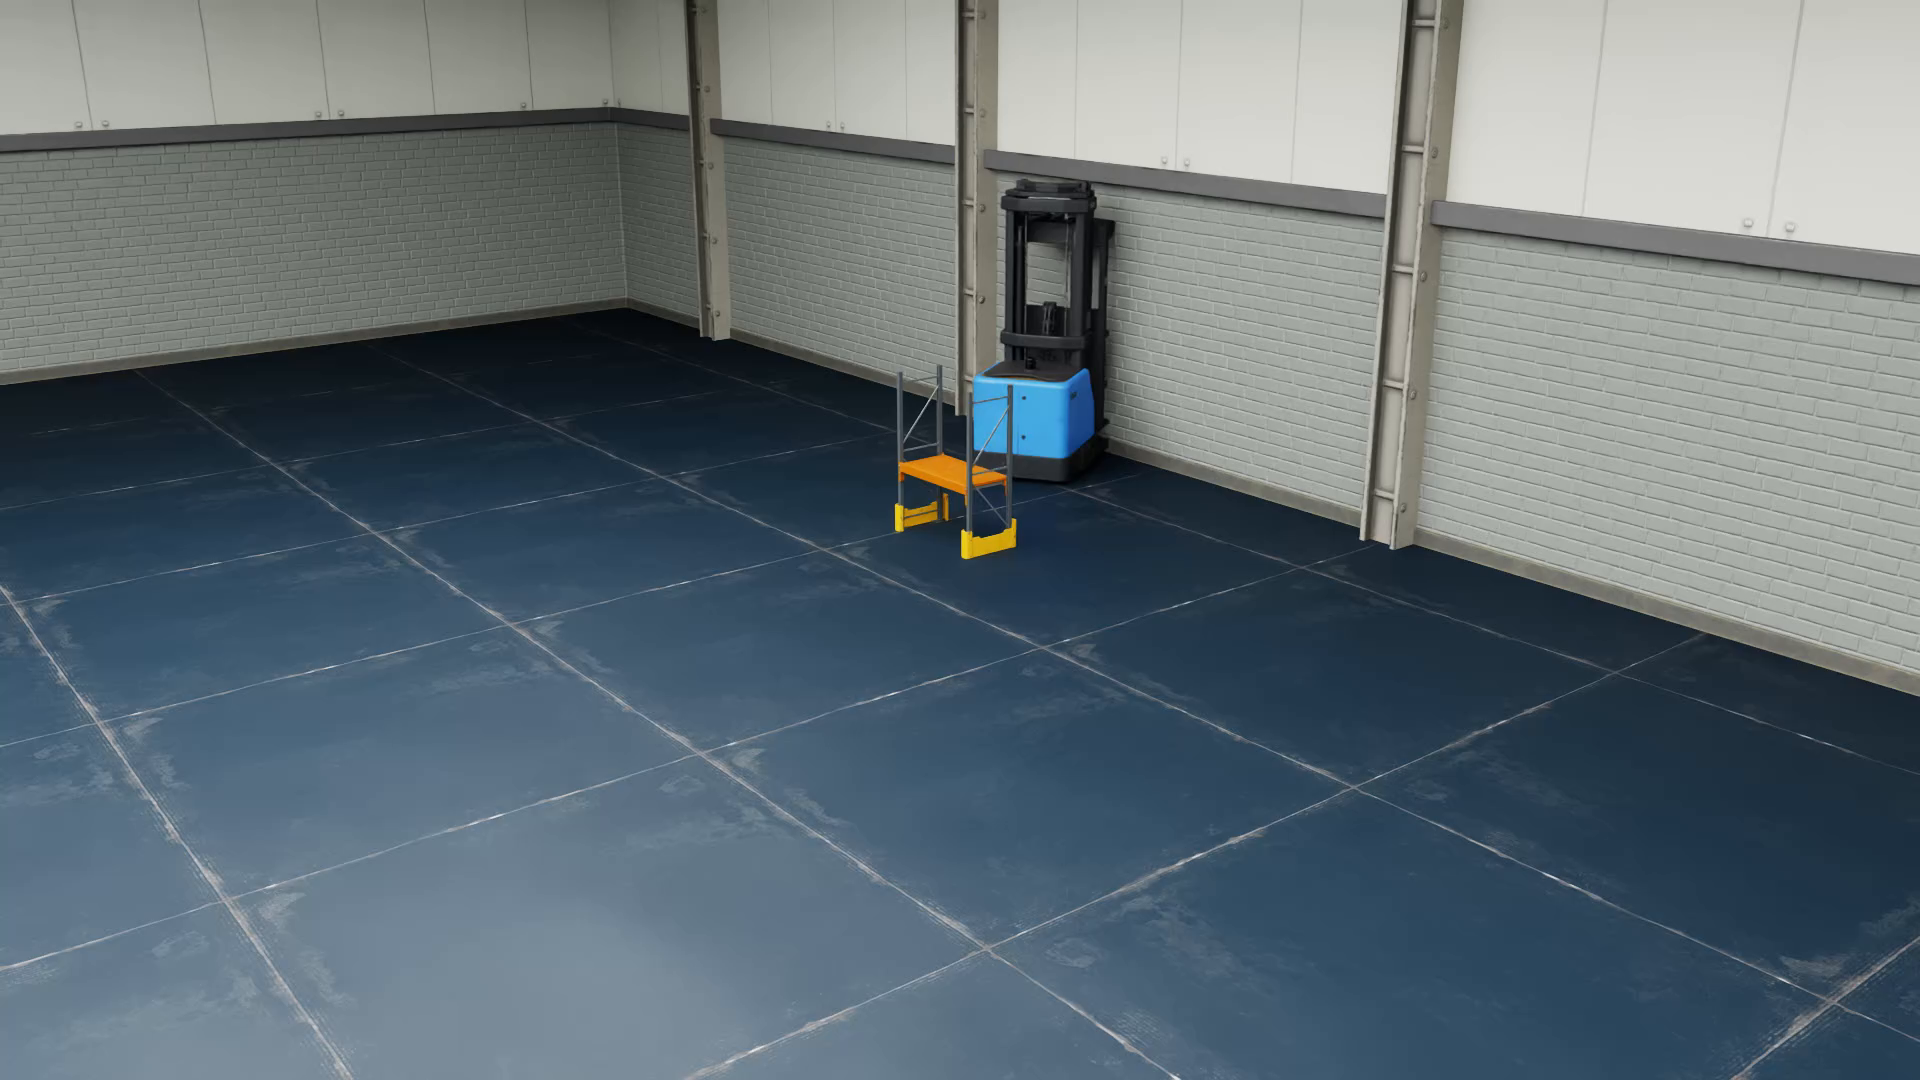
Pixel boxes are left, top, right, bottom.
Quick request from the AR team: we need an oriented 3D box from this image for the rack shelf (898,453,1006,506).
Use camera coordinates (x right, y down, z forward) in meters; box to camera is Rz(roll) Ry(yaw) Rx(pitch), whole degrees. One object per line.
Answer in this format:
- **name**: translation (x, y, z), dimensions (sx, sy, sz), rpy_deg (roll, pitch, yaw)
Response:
- **rack shelf**: translation (-0.053, -0.562, 15.134), dimensions (0.538, 0.185, 1.000), rpy_deg (-14, 23, -36)

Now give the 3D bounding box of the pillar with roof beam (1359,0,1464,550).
- **pillar with roof beam**: translation (0.533, -3.421, 11.265), dimensions (9.100, 9.000, 0.400), rpy_deg (-14, 23, -36)

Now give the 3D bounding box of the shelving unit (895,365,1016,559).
- **shelving unit**: translation (-0.047, -0.731, 15.071), dimensions (0.587, 1.500, 1.083), rpy_deg (-14, 23, -36)

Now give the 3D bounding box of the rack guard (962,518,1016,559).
- **rack guard**: translation (0.262, -0.015, 14.897), dimensions (0.587, 0.250, 0.087), rpy_deg (-14, 23, -36)

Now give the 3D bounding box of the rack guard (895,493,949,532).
- **rack guard**: translation (-0.357, -0.260, 15.638), dimensions (0.587, 0.250, 0.087), rpy_deg (-14, 23, -36)

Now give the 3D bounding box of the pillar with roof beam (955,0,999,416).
- **pillar with roof beam**: translation (-3.192, -4.899, 15.730), dimensions (9.100, 9.000, 0.400), rpy_deg (-14, 23, -36)

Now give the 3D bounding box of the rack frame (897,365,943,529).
- **rack frame**: translation (-0.369, -0.858, 15.456), dimensions (0.500, 1.500, 0.032), rpy_deg (-14, 23, -36)

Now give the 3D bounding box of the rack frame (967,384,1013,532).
- **rack frame**: translation (0.263, -0.608, 14.699), dimensions (0.500, 1.500, 0.032), rpy_deg (-14, 23, -36)

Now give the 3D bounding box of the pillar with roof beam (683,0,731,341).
- **pillar with roof beam**: translation (-6.917, -6.378, 20.195), dimensions (9.100, 9.000, 0.400), rpy_deg (-14, 23, -36)

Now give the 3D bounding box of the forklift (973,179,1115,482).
- **forklift**: translation (1.099, -2.407, 17.857), dimensions (1.130, 2.935, 3.031), rpy_deg (7, 19, 19)
